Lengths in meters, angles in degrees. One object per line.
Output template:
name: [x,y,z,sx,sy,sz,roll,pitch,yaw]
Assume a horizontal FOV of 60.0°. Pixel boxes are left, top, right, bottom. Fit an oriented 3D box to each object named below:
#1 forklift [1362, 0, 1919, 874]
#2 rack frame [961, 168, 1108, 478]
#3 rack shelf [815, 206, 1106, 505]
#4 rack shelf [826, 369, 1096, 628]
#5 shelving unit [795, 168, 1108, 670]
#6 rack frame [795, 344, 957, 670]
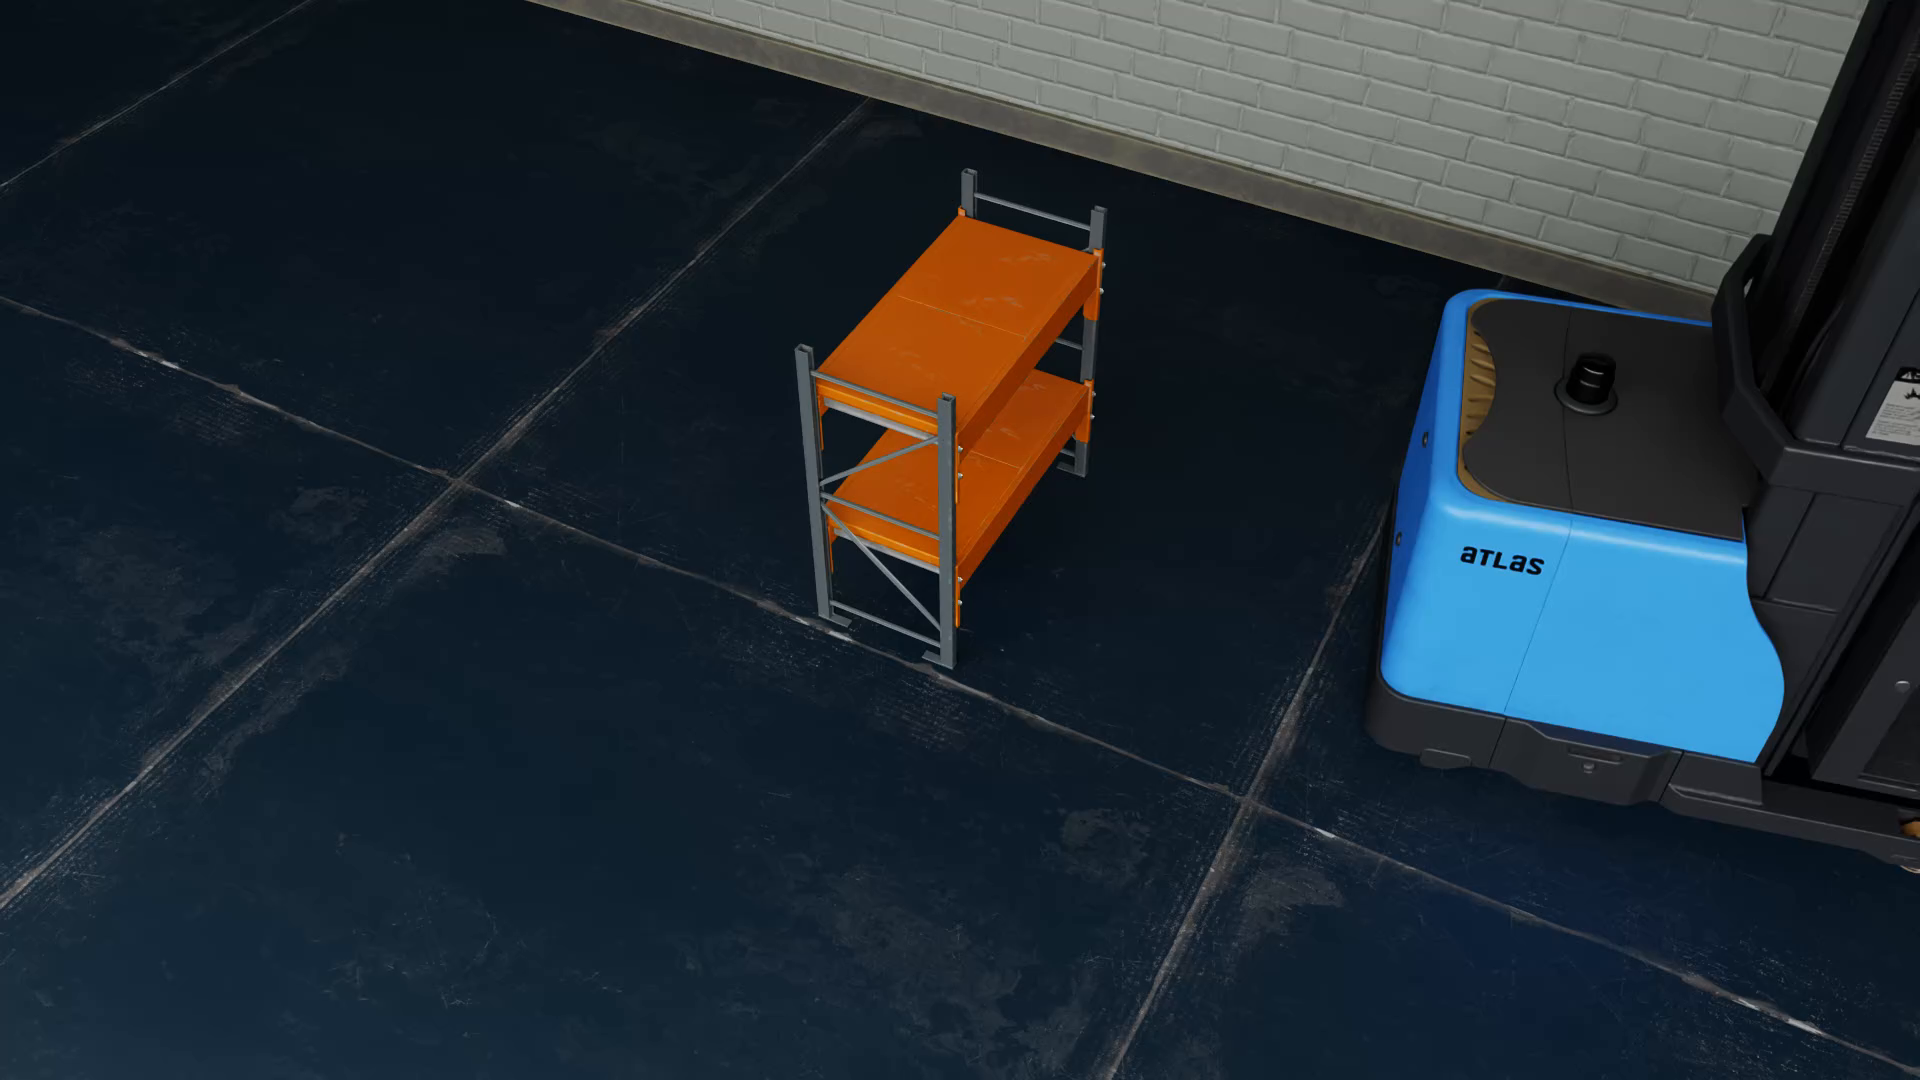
forklift: [2.808,-0.454,4.138,3.031,2.935,1.130,10,46,10]
rack frame: [0.233,-0.711,5.662,0.500,1.125,0.032,20,49,19]
rack shelf: [-0.003,-0.597,5.138,0.538,0.278,1.000,20,49,19]
rack shelf: [-0.003,-0.219,5.520,0.538,0.278,1.000,20,49,19]
shelving unit: [-0.003,-0.391,5.346,0.538,1.125,1.048,20,49,19]
rack frame: [-0.239,-0.071,5.029,0.500,1.125,0.032,20,49,19]
